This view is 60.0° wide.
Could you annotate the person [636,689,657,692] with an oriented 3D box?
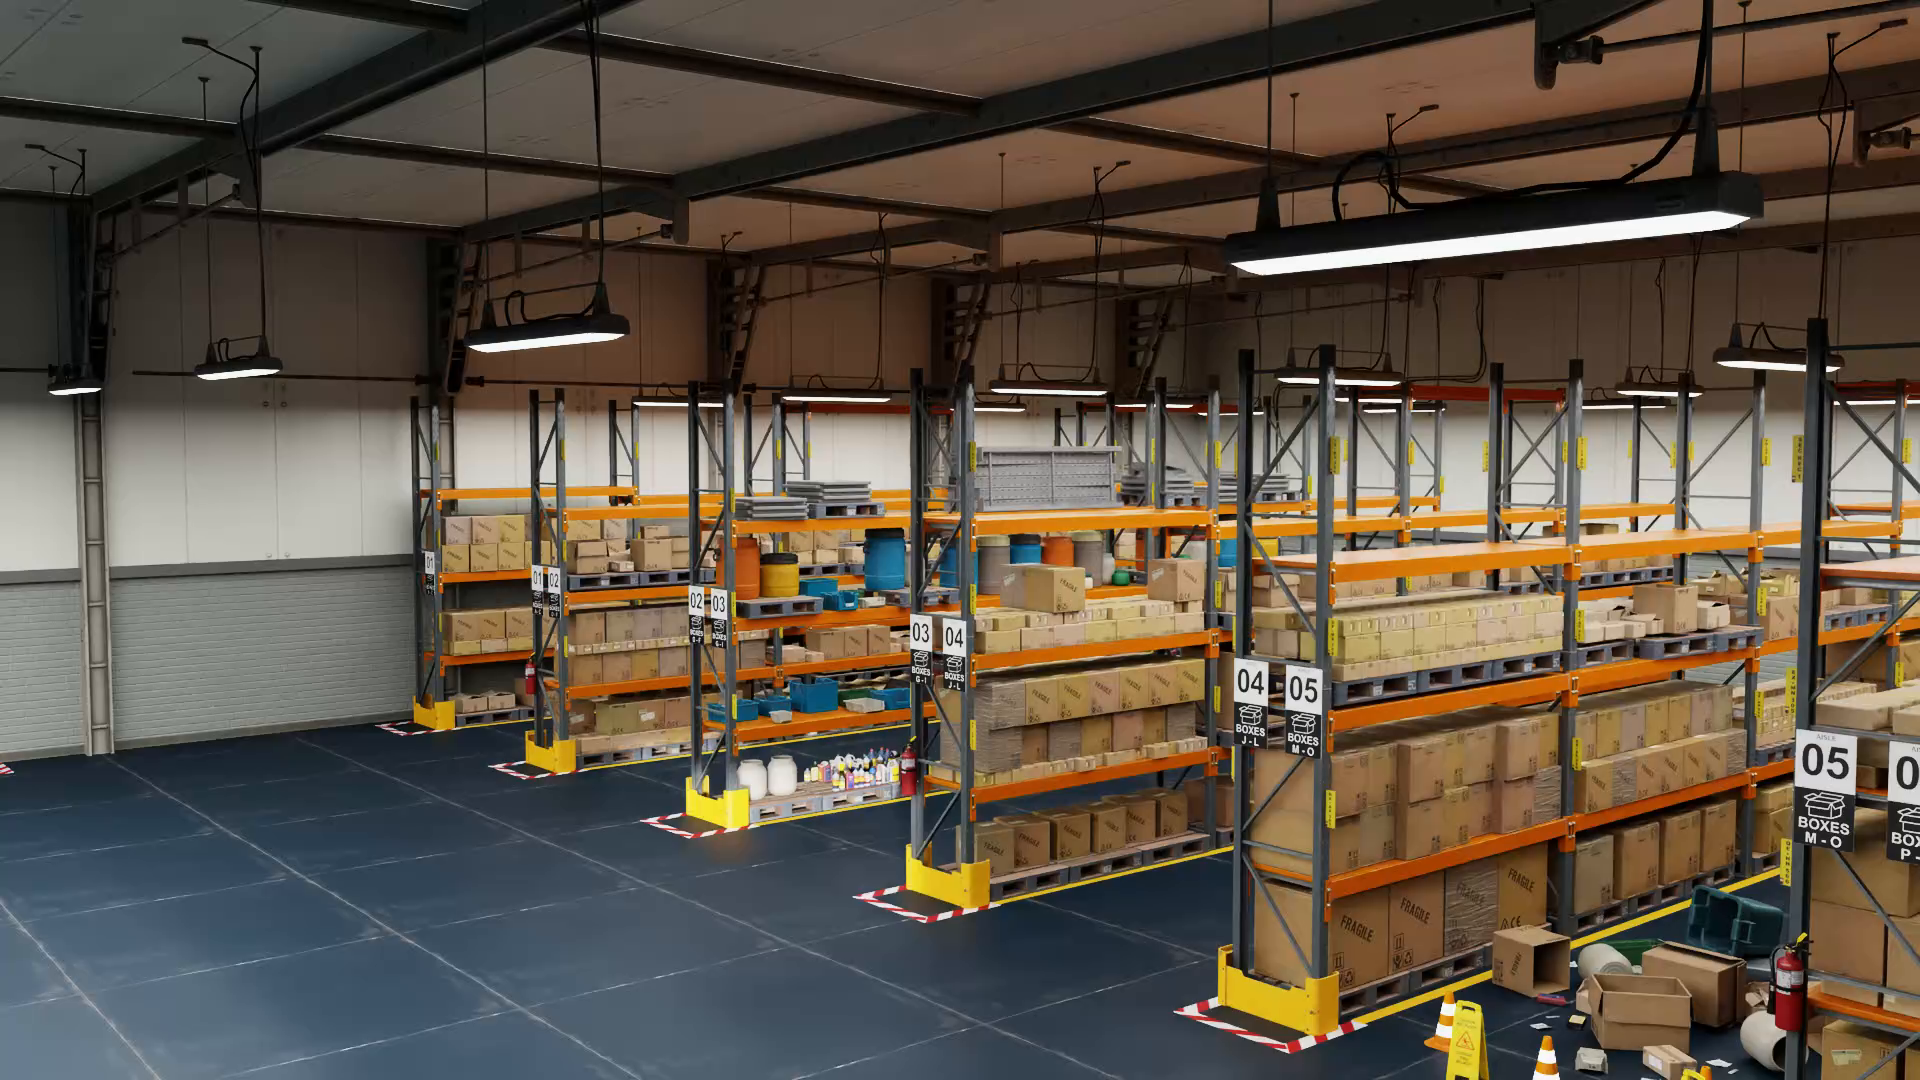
[{"bbox_3d":[-5.439,2.560,29.197,0.884,1.750,0.708,-3,5,-44],"label":"person"}]
